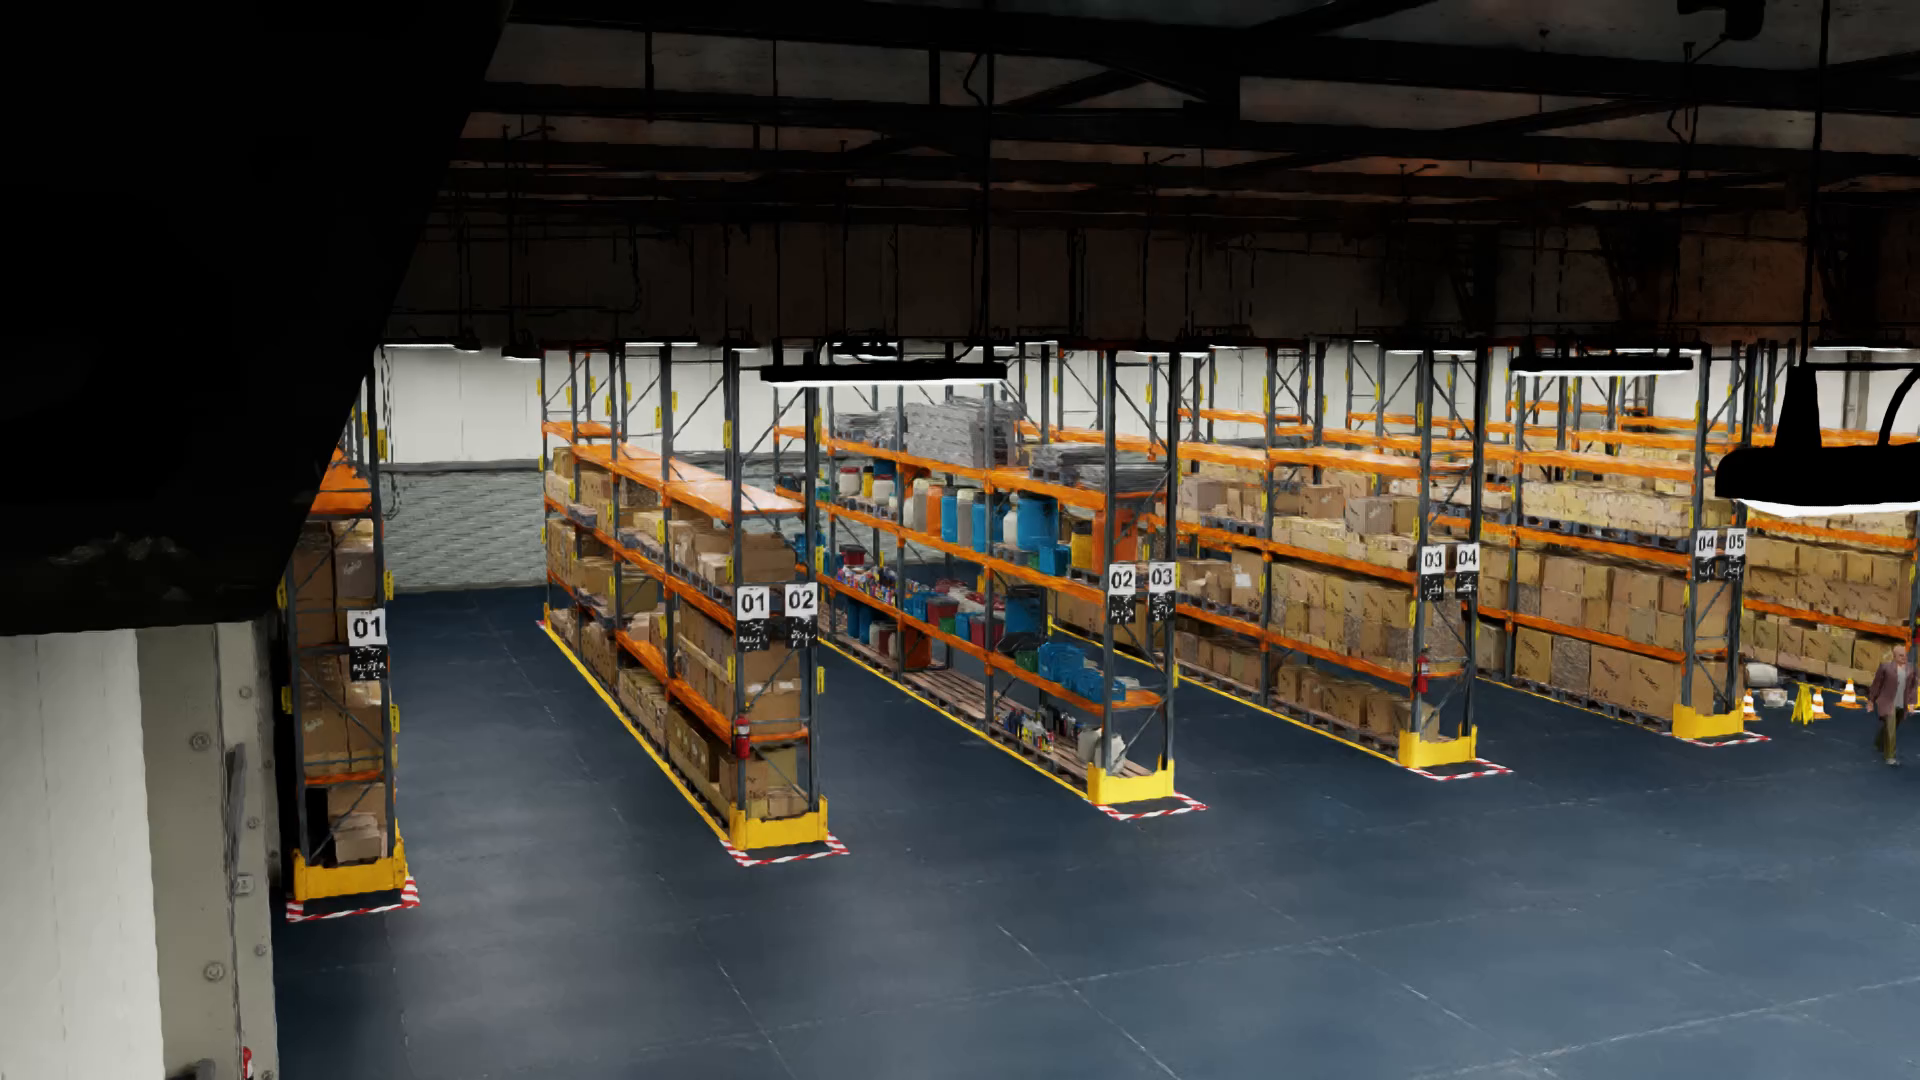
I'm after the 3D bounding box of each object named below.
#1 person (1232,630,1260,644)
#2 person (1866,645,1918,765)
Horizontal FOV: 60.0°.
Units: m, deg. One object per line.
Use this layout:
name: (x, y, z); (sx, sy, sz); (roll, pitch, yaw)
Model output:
person: (5.590, 1.341, 32.231); (0.448, 1.590, 1.109); (-3, 8, -19)
person: (13.530, 2.355, 24.099); (0.633, 1.728, 1.036); (0, 7, -1)
